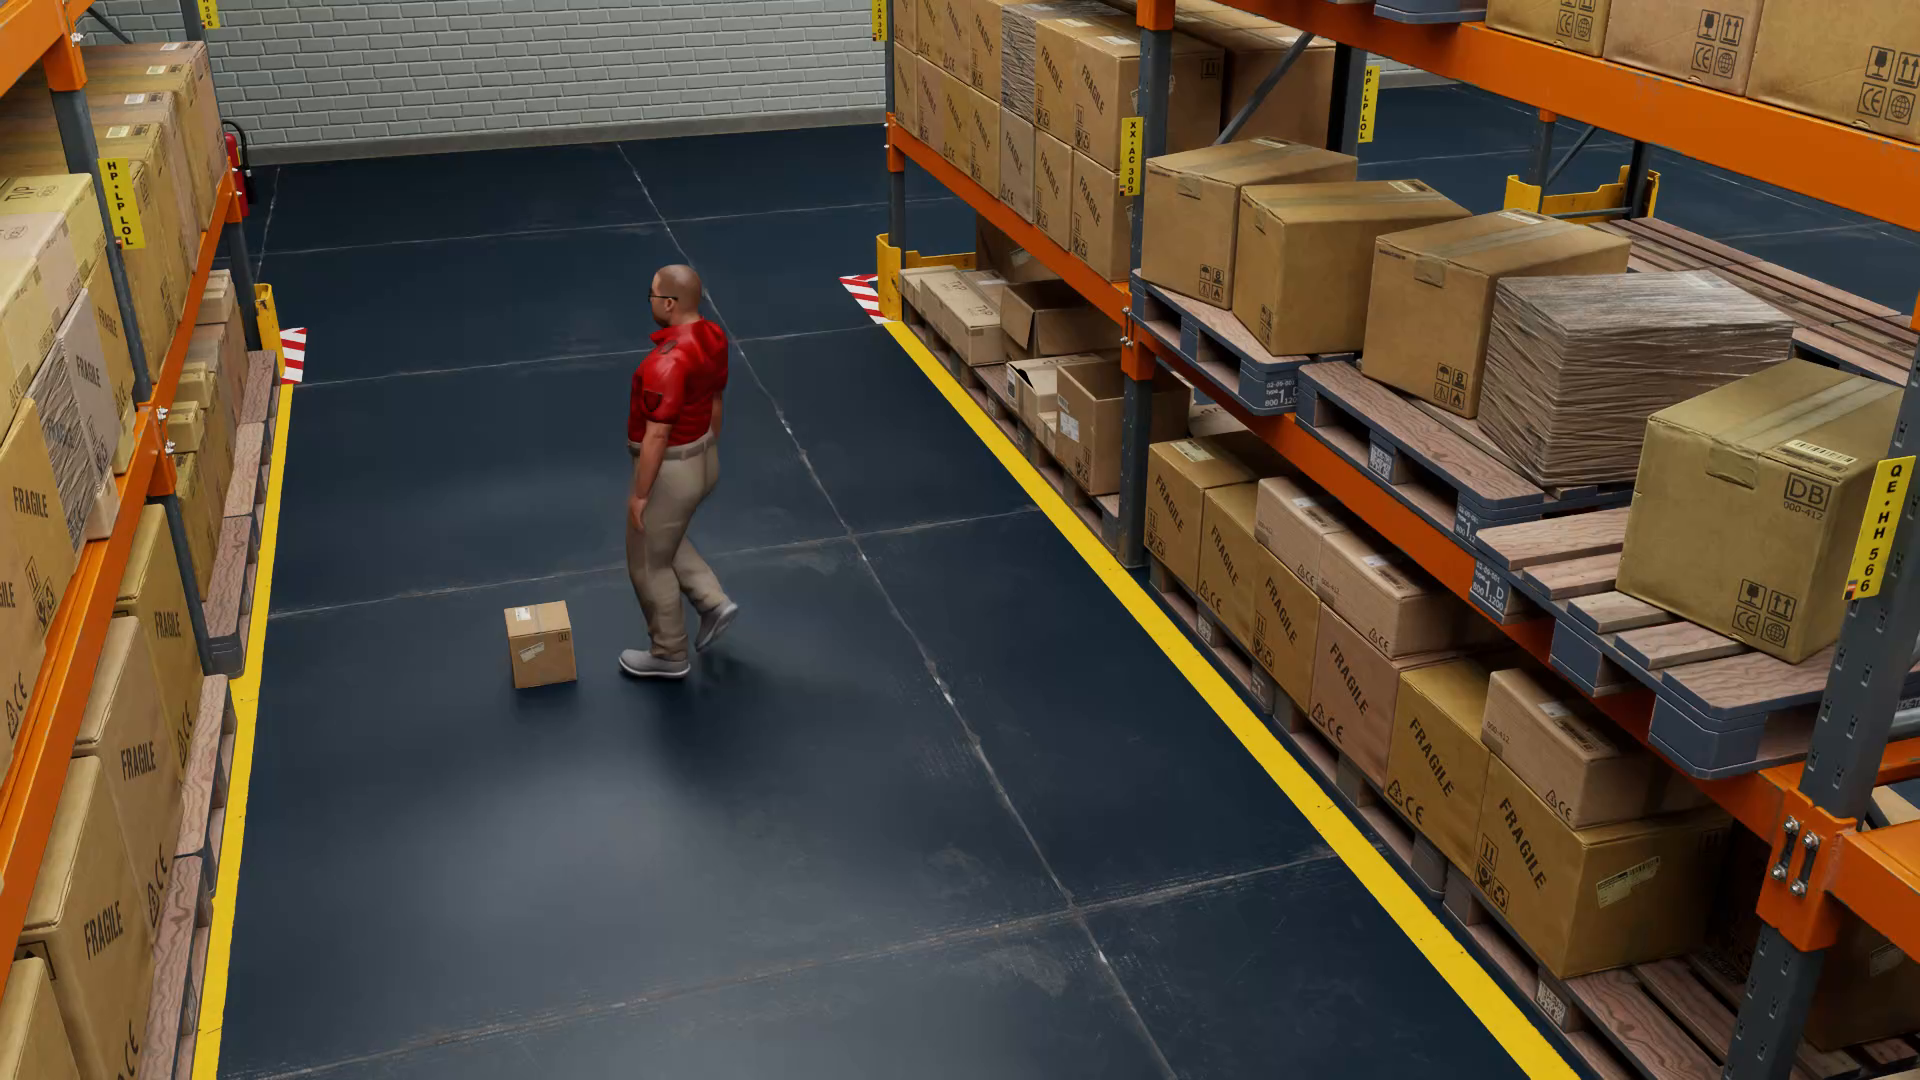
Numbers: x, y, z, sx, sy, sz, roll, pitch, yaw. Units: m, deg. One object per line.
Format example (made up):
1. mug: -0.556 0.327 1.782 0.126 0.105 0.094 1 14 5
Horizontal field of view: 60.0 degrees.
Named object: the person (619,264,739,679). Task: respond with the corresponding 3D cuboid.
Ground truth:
1. person: -1.175 -0.265 6.641 0.479 1.721 0.568 7 27 15
